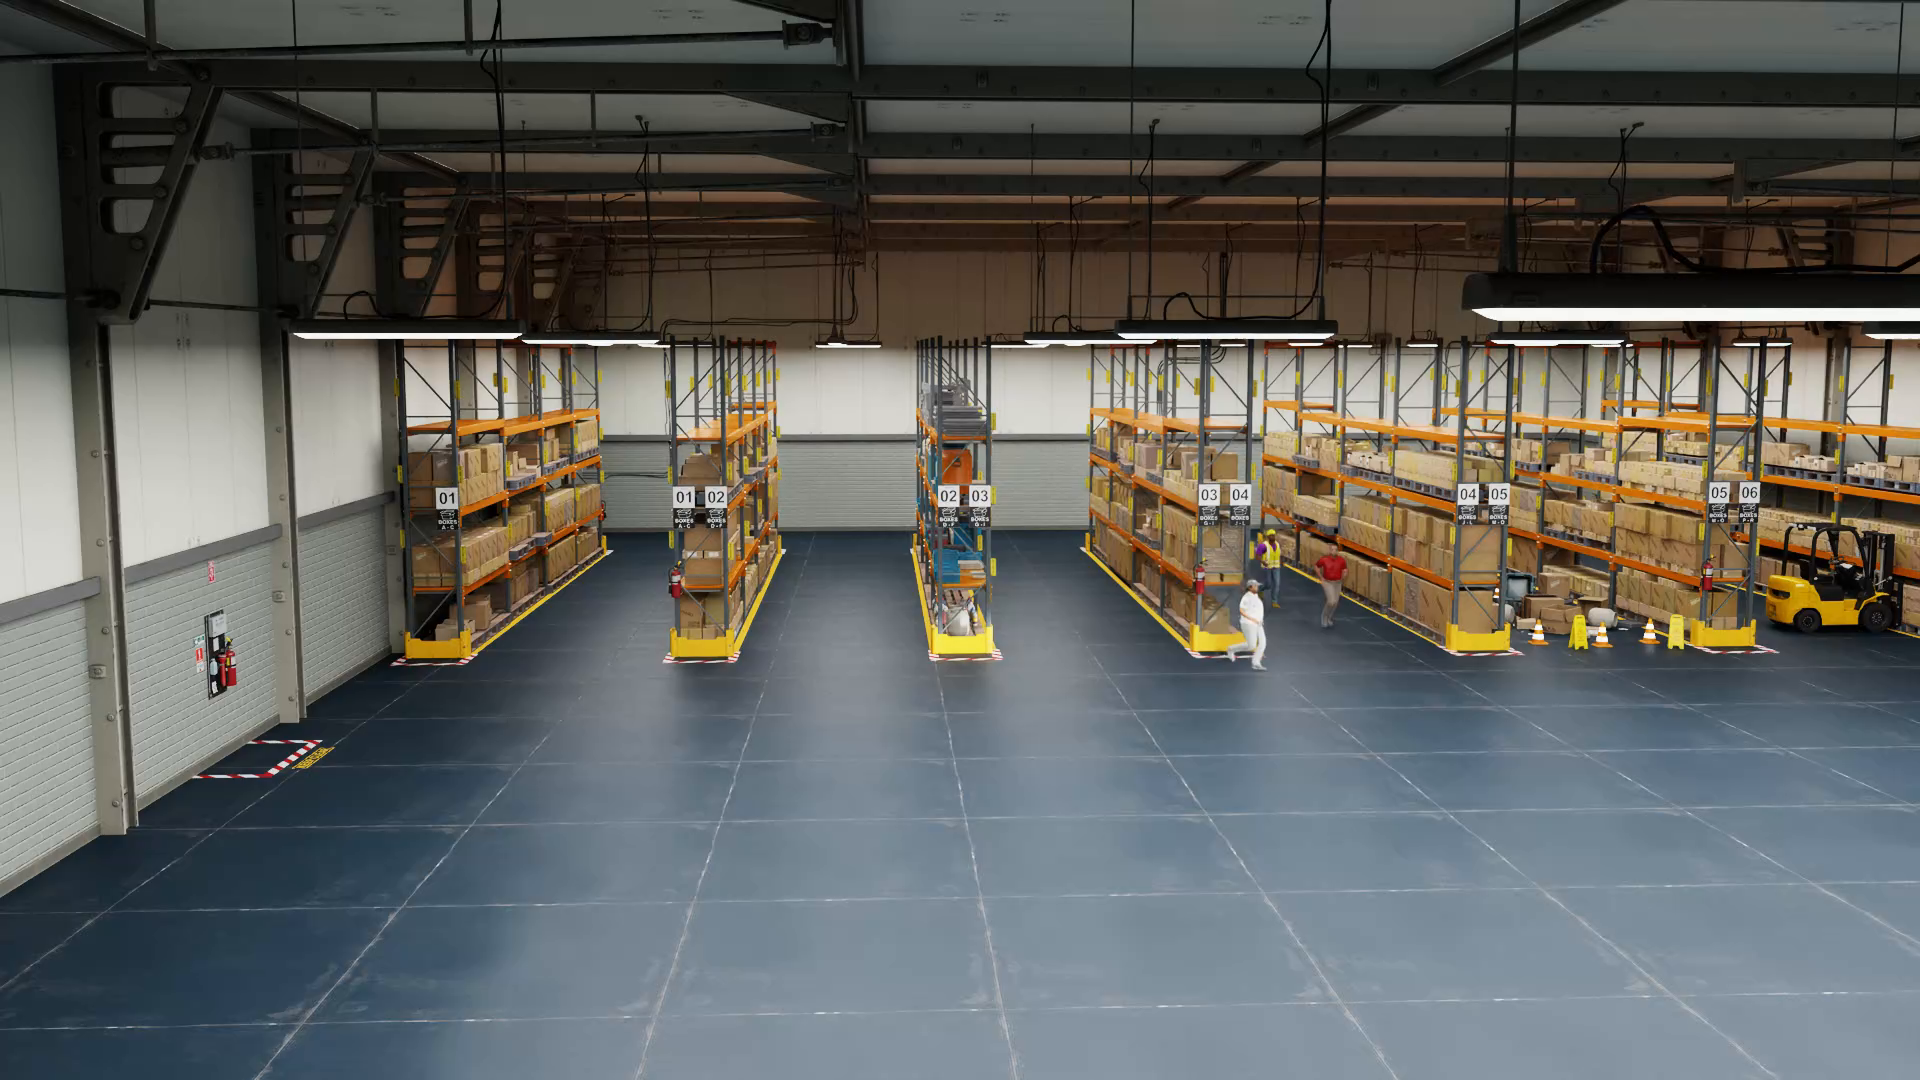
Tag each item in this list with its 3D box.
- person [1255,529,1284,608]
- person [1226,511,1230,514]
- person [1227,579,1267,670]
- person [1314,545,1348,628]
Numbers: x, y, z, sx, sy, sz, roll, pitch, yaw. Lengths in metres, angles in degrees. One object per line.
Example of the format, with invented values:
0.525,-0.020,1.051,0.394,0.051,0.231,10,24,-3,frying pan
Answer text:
6.967,0.627,37.345,0.697,1.751,0.868,-2,7,-17,person
7.584,-0.423,46.374,0.617,1.783,0.959,-1,7,-8,person
5.232,1.518,30.041,0.755,1.630,0.622,4,8,33,person
7.752,0.974,34.513,0.631,1.755,0.709,-2,7,-13,person
